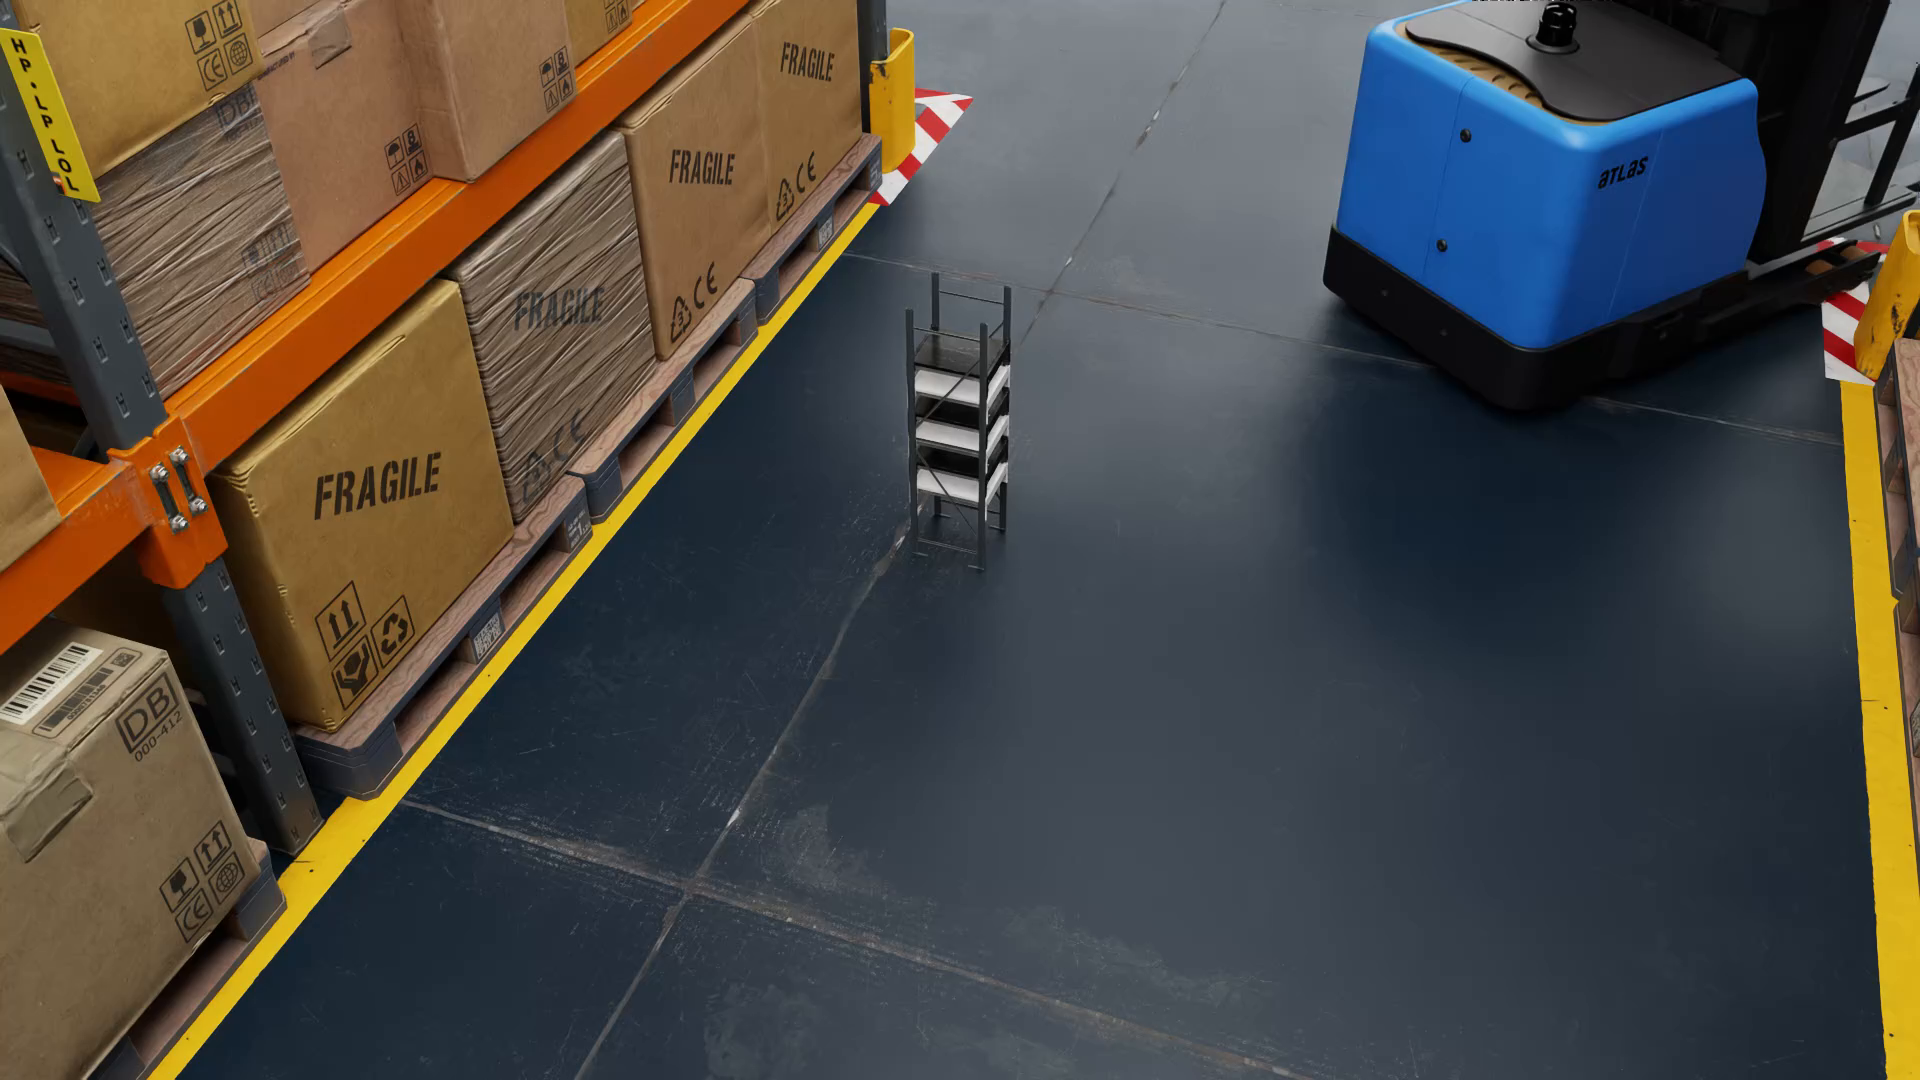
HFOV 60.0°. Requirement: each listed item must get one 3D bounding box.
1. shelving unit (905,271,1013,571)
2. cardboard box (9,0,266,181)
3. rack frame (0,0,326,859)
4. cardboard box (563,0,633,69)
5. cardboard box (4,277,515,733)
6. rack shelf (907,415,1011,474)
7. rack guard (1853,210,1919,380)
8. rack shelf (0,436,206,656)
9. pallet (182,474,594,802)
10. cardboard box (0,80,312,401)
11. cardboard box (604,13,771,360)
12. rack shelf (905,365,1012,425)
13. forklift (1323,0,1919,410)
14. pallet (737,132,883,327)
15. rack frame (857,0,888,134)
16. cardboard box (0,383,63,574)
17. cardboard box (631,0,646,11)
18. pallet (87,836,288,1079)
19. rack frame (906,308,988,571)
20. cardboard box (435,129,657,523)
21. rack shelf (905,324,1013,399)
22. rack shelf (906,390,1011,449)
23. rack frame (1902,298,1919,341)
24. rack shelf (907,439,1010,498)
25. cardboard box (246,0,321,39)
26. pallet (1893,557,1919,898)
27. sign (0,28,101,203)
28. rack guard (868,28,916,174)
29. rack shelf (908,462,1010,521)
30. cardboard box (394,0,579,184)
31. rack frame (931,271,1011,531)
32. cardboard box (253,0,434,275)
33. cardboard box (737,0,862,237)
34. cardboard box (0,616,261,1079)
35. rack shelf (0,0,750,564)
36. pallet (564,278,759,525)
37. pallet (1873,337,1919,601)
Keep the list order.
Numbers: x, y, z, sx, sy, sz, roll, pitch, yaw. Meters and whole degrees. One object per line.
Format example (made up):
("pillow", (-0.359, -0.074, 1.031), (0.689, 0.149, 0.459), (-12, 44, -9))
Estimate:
("shelving unit", (-0.003, -0.337, 4.952), (0.258, 0.900, 0.210), (13, 42, 15))
("cardboard box", (-2.001, -1.152, 3.342), (0.875, 0.550, 0.550), (13, 42, 15))
("rack frame", (-2.160, -0.467, 3.487), (1.000, 3.000, 0.127), (13, 42, 15))
("cardboard box", (-1.496, -1.741, 4.864), (0.875, 0.550, 0.500), (13, 42, 15))
("cardboard box", (-1.879, -0.187, 4.471), (0.875, 0.875, 0.875), (14, 42, 16))
("rack shelf", (-0.003, -0.312, 4.974), (0.258, 0.077, 0.200), (13, 42, 15))
("rack guard", (3.808, -0.747, 5.741), (1.175, 0.500, 0.348), (13, 42, 15))
("rack shelf", (-2.844, 1.026, 2.290), (1.077, 0.370, 4.000), (13, 42, 15))
("pallet", (-1.826, 0.147, 4.915), (1.003, 0.211, 1.213), (13, 42, 15))
("cardboard box", (-2.045, -0.752, 3.705), (0.875, 0.550, 0.550), (13, 42, 15))
("cardboard box", (-1.261, -1.293, 5.768), (0.875, 0.875, 0.875), (13, 42, 14))
("rack shelf", (-0.003, -0.449, 4.857), (0.258, 0.077, 0.200), (13, 42, 15))
("forklift", (2.899, -2.275, 5.659), (3.031, 2.935, 1.130), (-21, 45, -23))
("pallet", (-0.992, -1.341, 6.659), (1.003, 0.211, 1.213), (13, 42, 15))
("rack frame", (-0.792, -2.907, 6.346), (1.000, 3.000, 0.127), (13, 42, 15))
("cardboard box", (-2.087, -0.128, 3.011), (0.500, 0.500, 0.500), (13, 42, 15))
("cardboard box", (-1.353, -2.074, 5.254), (0.875, 0.550, 0.550), (13, 42, 15))
("pallet", (-2.353, 1.081, 3.820), (1.003, 0.211, 1.213), (13, 42, 15))
("rack frame", (-0.038, -0.275, 4.879), (0.240, 0.900, 0.006), (13, 42, 15))
("cardboard box", (-1.574, -0.737, 5.117), (0.875, 0.875, 0.875), (14, 42, 15))
("rack shelf", (-0.003, -0.517, 4.799), (0.258, 0.077, 0.200), (13, 42, 15))
("rack shelf", (-0.003, -0.381, 4.915), (0.258, 0.077, 0.200), (13, 42, 15))
("rack frame", (3.834, -1.744, 4.984), (1.000, 3.000, 0.127), (13, 42, 15))
("rack shelf", (-0.003, -0.244, 5.032), (0.258, 0.077, 0.200), (13, 42, 15))
("cardboard box", (-1.922, -1.514, 3.766), (0.875, 0.550, 0.550), (13, 42, 15))
("pallet", (3.079, 0.592, 4.393), (1.003, 0.211, 1.213), (13, 42, 15))
("sign", (-1.647, -0.763, 3.002), (0.100, 0.325, 0.005), (13, 42, 15))
("rack guard", (-0.784, -1.971, 7.175), (1.175, 0.500, 0.348), (13, 42, 15))
("rack shelf", (-0.003, -0.175, 5.091), (0.258, 0.077, 0.200), (13, 42, 15))
("cardboard box", (-1.583, -1.396, 4.459), (0.875, 0.550, 0.550), (13, 42, 15))
("rack frame", (0.032, -0.399, 5.025), (0.240, 0.900, 0.006), (13, 42, 15))
("cardboard box", (-1.878, -1.092, 4.104), (0.875, 0.550, 0.550), (13, 42, 15))
("cardboard box", (-0.962, -1.830, 6.397), (0.875, 0.875, 0.875), (14, 42, 15))
("cardboard box", (-2.287, 0.627, 3.613), (1.050, 0.750, 0.750), (13, 42, 15))
("rack shelf", (-1.476, -1.413, 5.150), (1.077, 0.370, 4.000), (13, 42, 15))
("pallet", (-1.411, -0.599, 5.790), (1.003, 0.211, 1.213), (13, 42, 15))
("pallet", (3.497, -0.150, 5.263), (1.003, 0.211, 1.213), (13, 42, 15))
